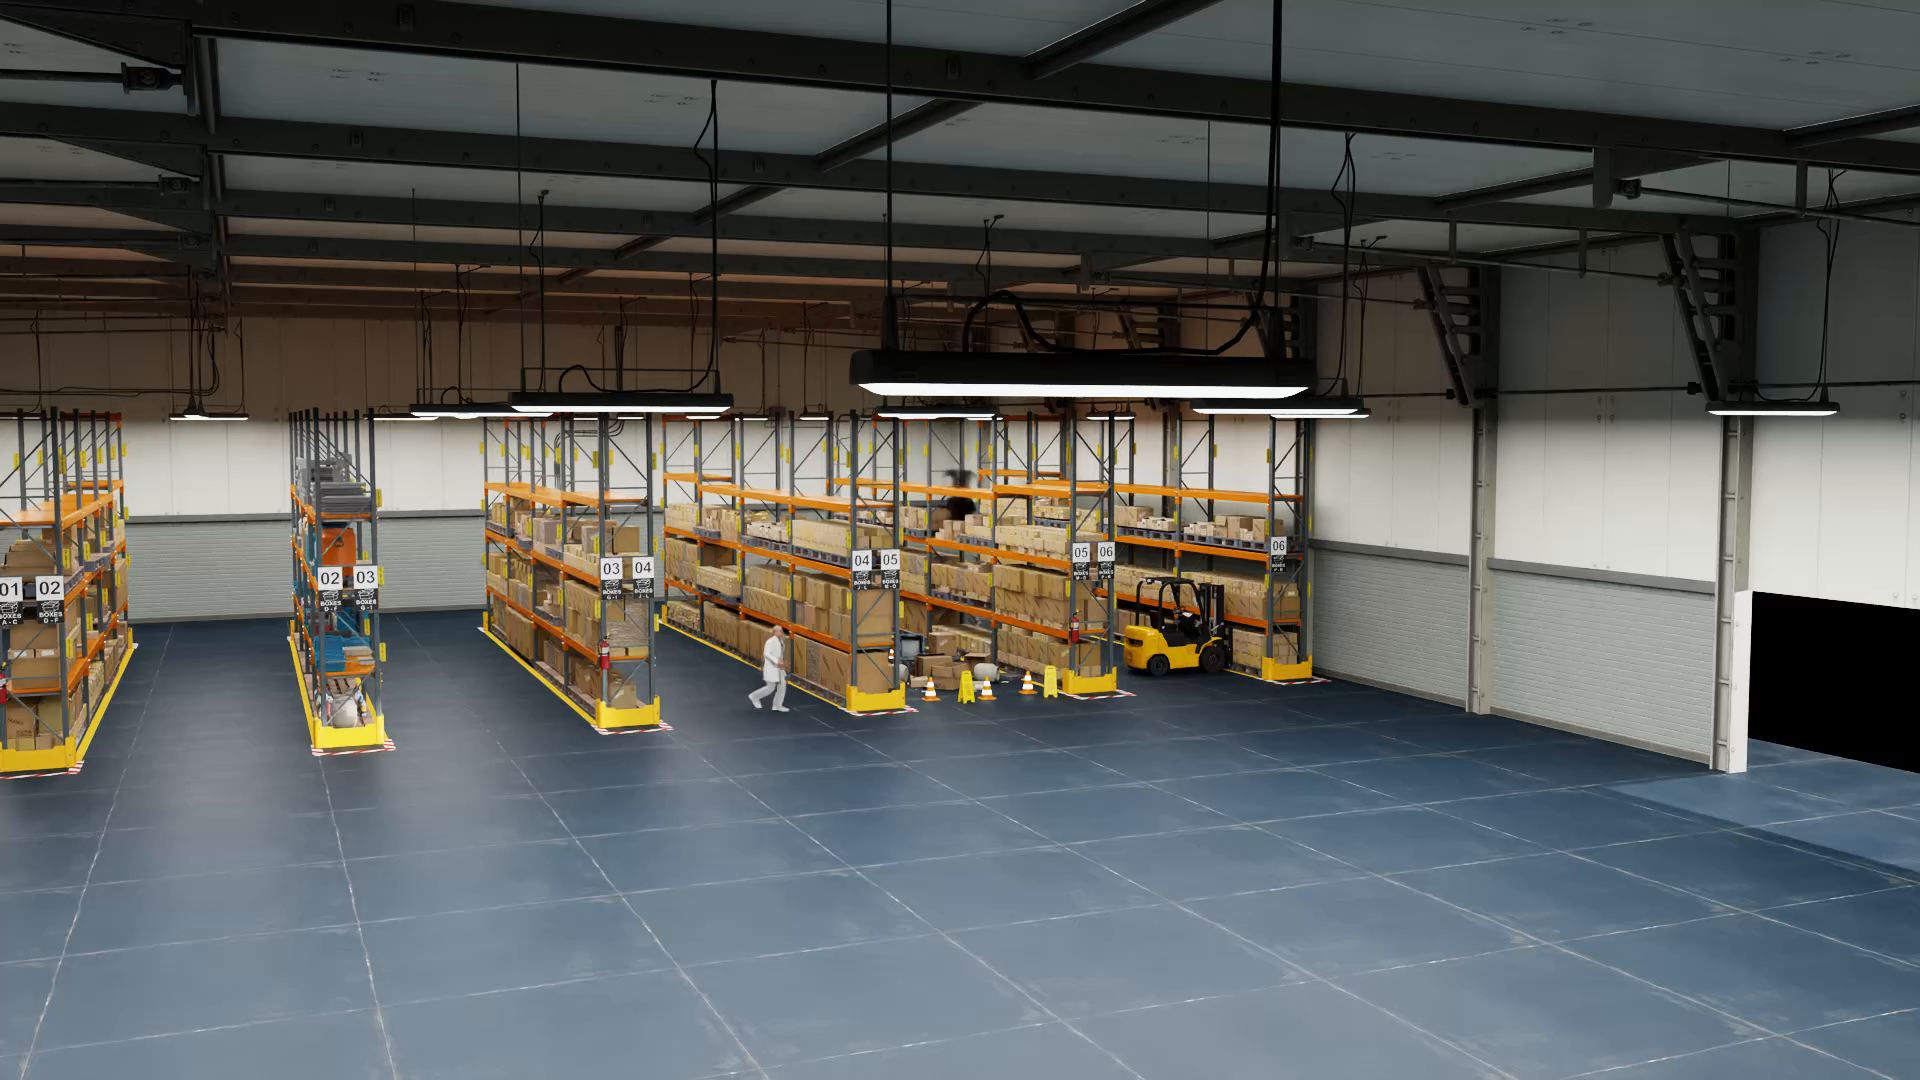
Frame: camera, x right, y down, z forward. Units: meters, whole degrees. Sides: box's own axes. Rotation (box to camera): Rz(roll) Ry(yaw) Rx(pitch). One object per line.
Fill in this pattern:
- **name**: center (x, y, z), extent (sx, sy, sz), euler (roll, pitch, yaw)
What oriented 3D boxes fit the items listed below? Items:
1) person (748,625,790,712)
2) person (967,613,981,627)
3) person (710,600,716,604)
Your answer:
- **person**: center (-3.794, 2.547, 33.049), extent (0.867, 1.734, 0.707), euler (2, 4, 23)
- **person**: center (0.386, 1.714, 45.660), extent (0.661, 1.639, 0.568), euler (-3, 5, -41)
- **person**: center (-7.490, 1.323, 51.048), extent (0.697, 1.688, 0.856), euler (1, 4, 15)
